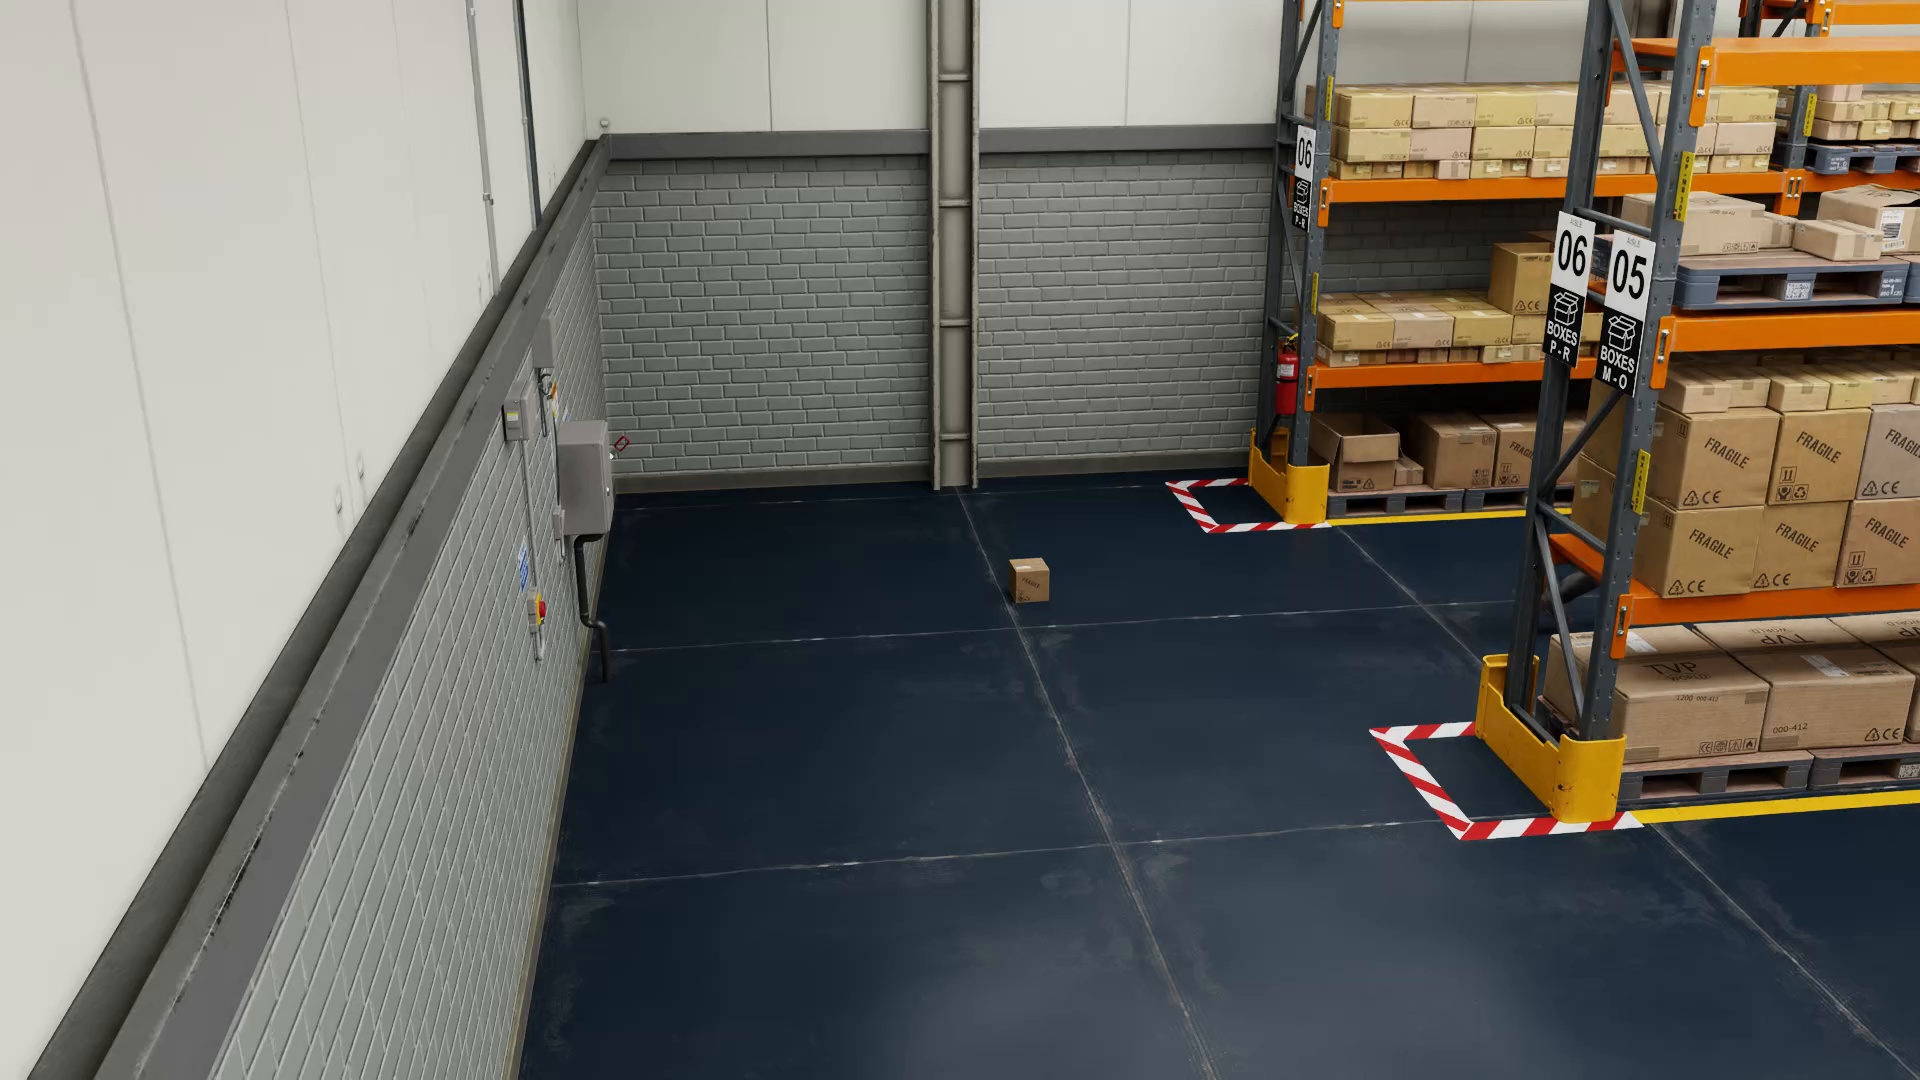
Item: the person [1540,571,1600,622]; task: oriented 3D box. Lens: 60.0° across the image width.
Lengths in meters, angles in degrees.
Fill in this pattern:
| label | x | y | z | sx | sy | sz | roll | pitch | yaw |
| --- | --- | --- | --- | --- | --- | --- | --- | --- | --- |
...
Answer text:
| label | x | y | z | sx | sy | sz | roll | pitch | yaw |
| --- | --- | --- | --- | --- | --- | --- | --- | --- | --- |
| person | 4.494 | -0.162 | 11.509 | 0.916 | 1.608 | 0.434 | 1 | 20 | 4 |
